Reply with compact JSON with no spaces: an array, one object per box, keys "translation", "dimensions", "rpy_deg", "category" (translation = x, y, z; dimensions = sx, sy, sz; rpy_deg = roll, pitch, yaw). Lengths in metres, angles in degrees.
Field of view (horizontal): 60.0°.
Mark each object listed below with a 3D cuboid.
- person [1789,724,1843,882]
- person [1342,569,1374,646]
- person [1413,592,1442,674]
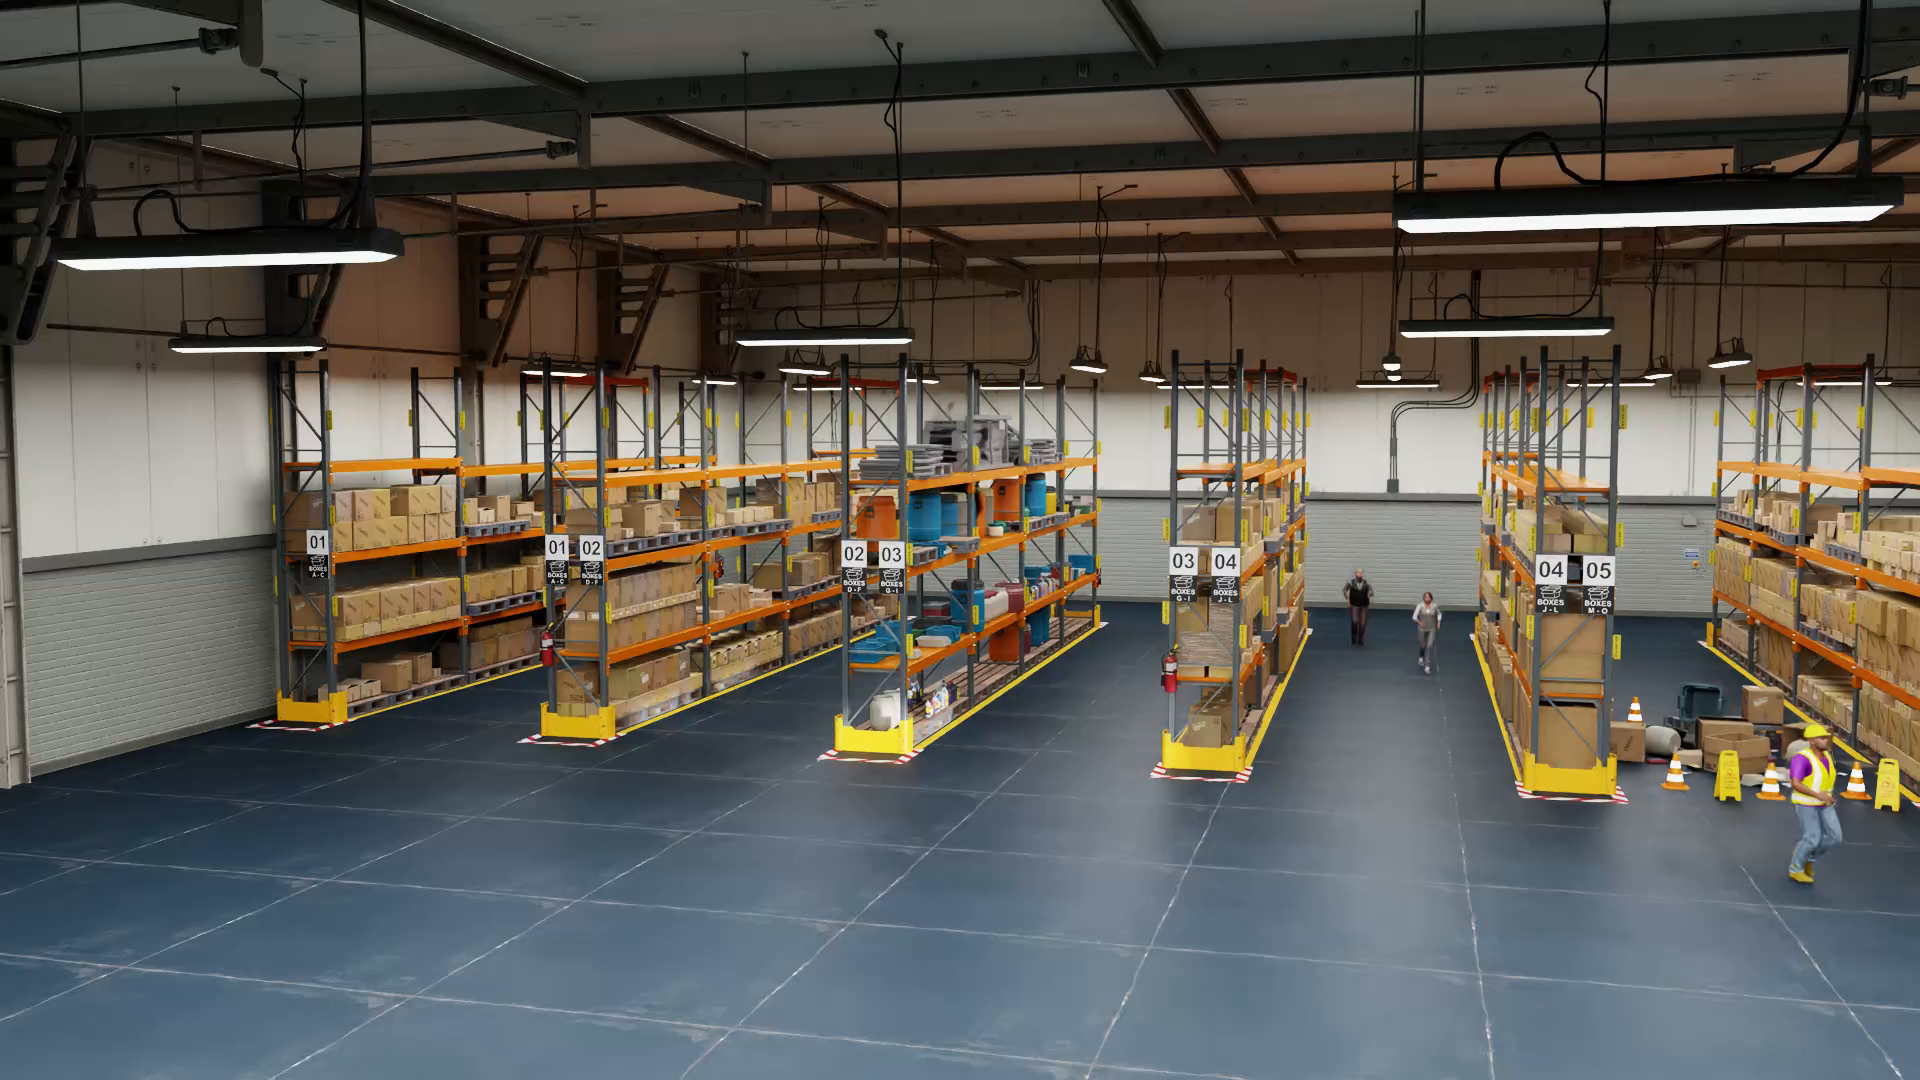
[{"translation":[9.255,2.843,17.915],"dimensions":[0.731,1.723,0.591],"rpy_deg":[-2,5,-28],"category":"person"},{"translation":[8.869,1.502,36.921],"dimensions":[0.669,1.733,0.628],"rpy_deg":[0,4,2],"category":"person"},{"translation":[9.331,1.826,33.218],"dimensions":[0.567,1.606,0.715],"rpy_deg":[1,4,12],"category":"person"}]
